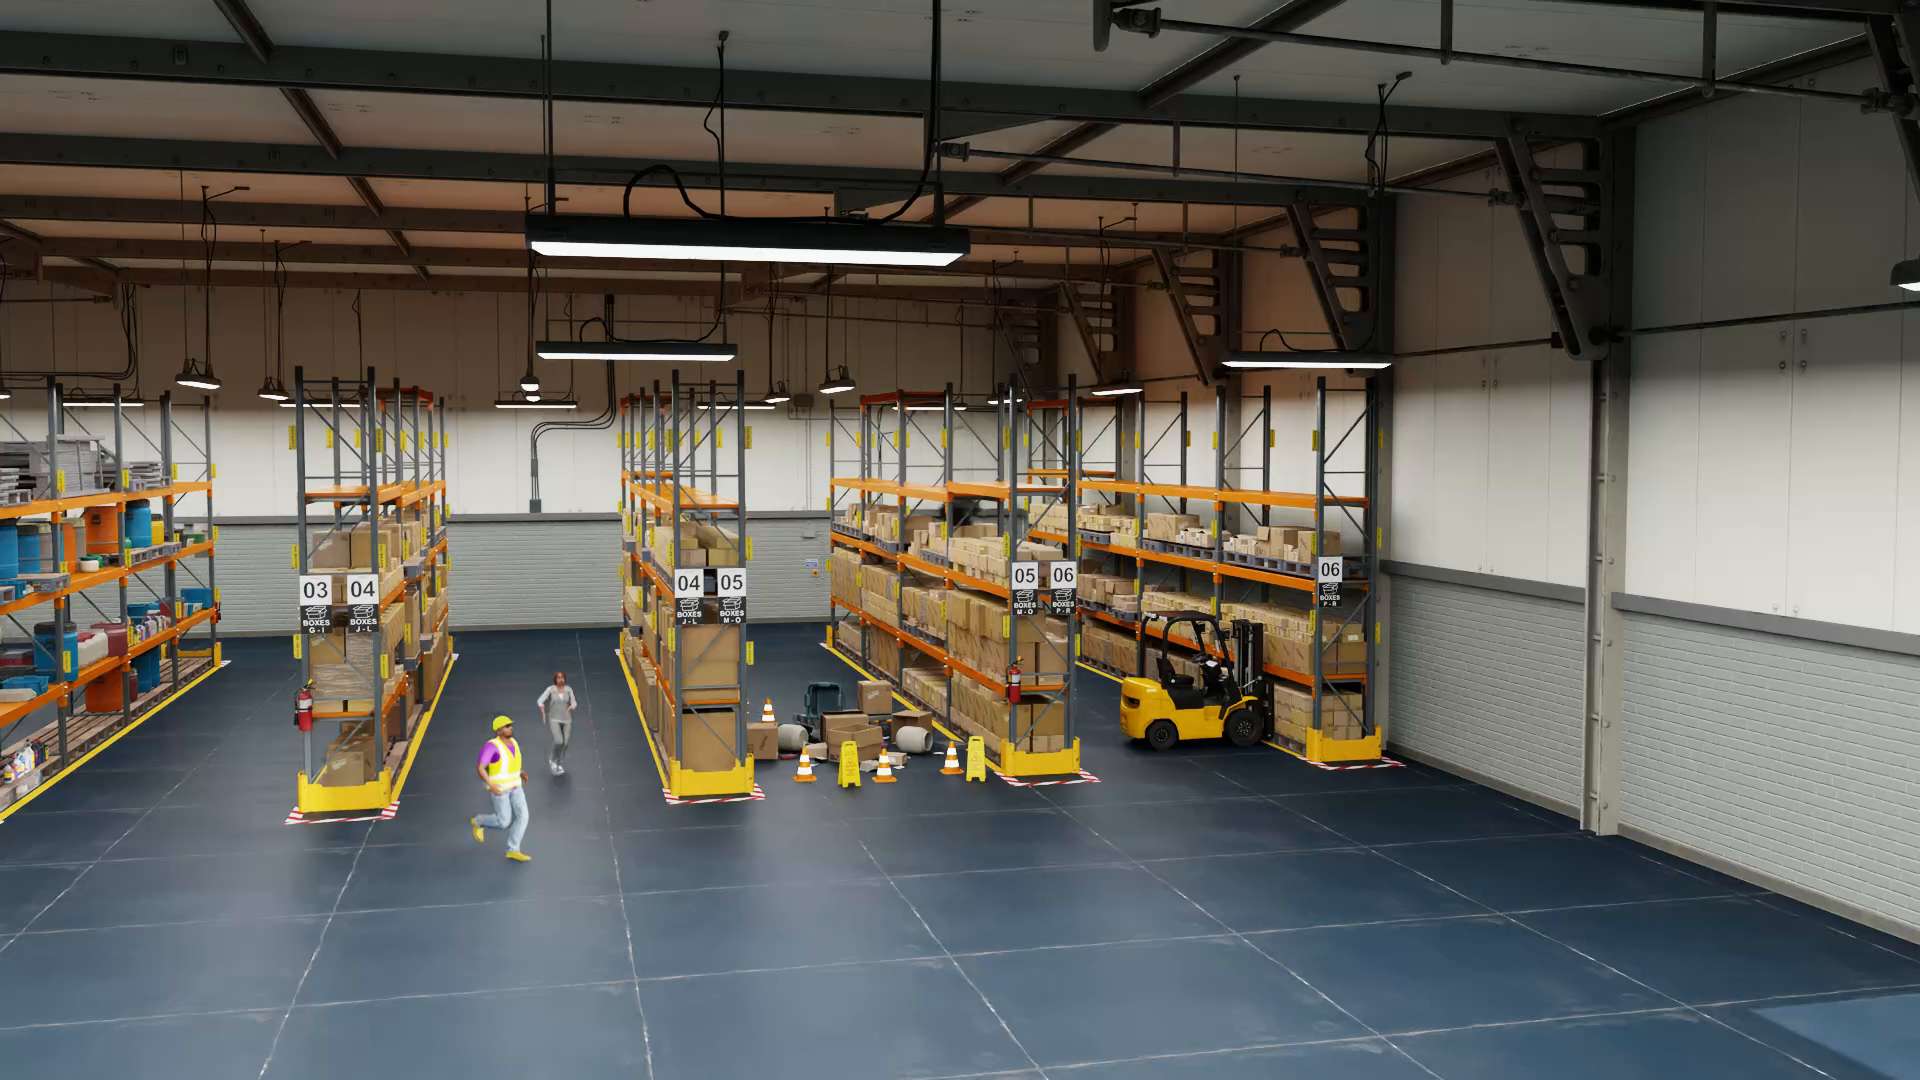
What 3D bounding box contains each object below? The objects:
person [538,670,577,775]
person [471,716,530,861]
[{"bbox_3d":[-5.961,2.726,24.762,0.519,1.567,0.624,-2,4,-31],"label":"person"},{"bbox_3d":[-5.498,2.967,19.954,0.755,1.726,0.703,2,4,28],"label":"person"}]
